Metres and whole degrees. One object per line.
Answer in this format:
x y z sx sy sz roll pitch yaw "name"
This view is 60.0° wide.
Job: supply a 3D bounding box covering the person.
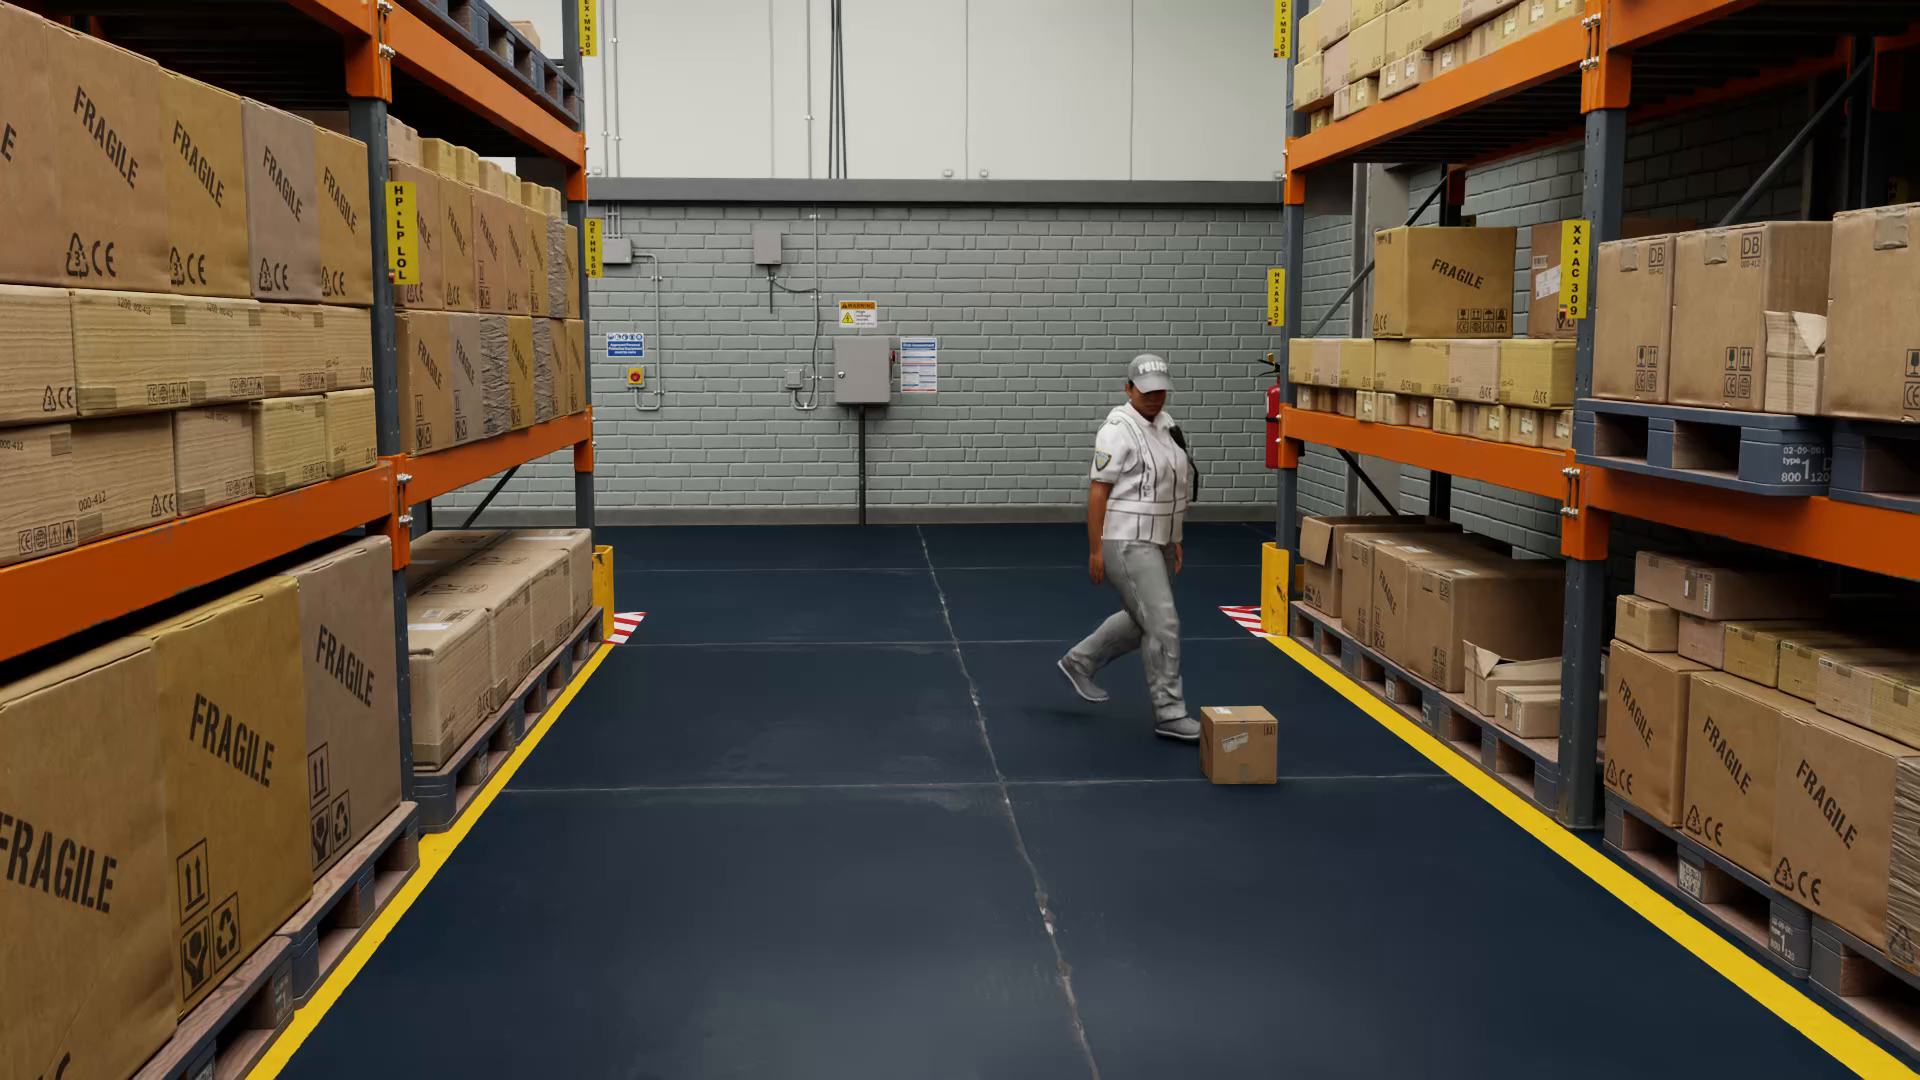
0.733 0.010 7.172 0.906 1.624 0.488 5 9 36 "person"
